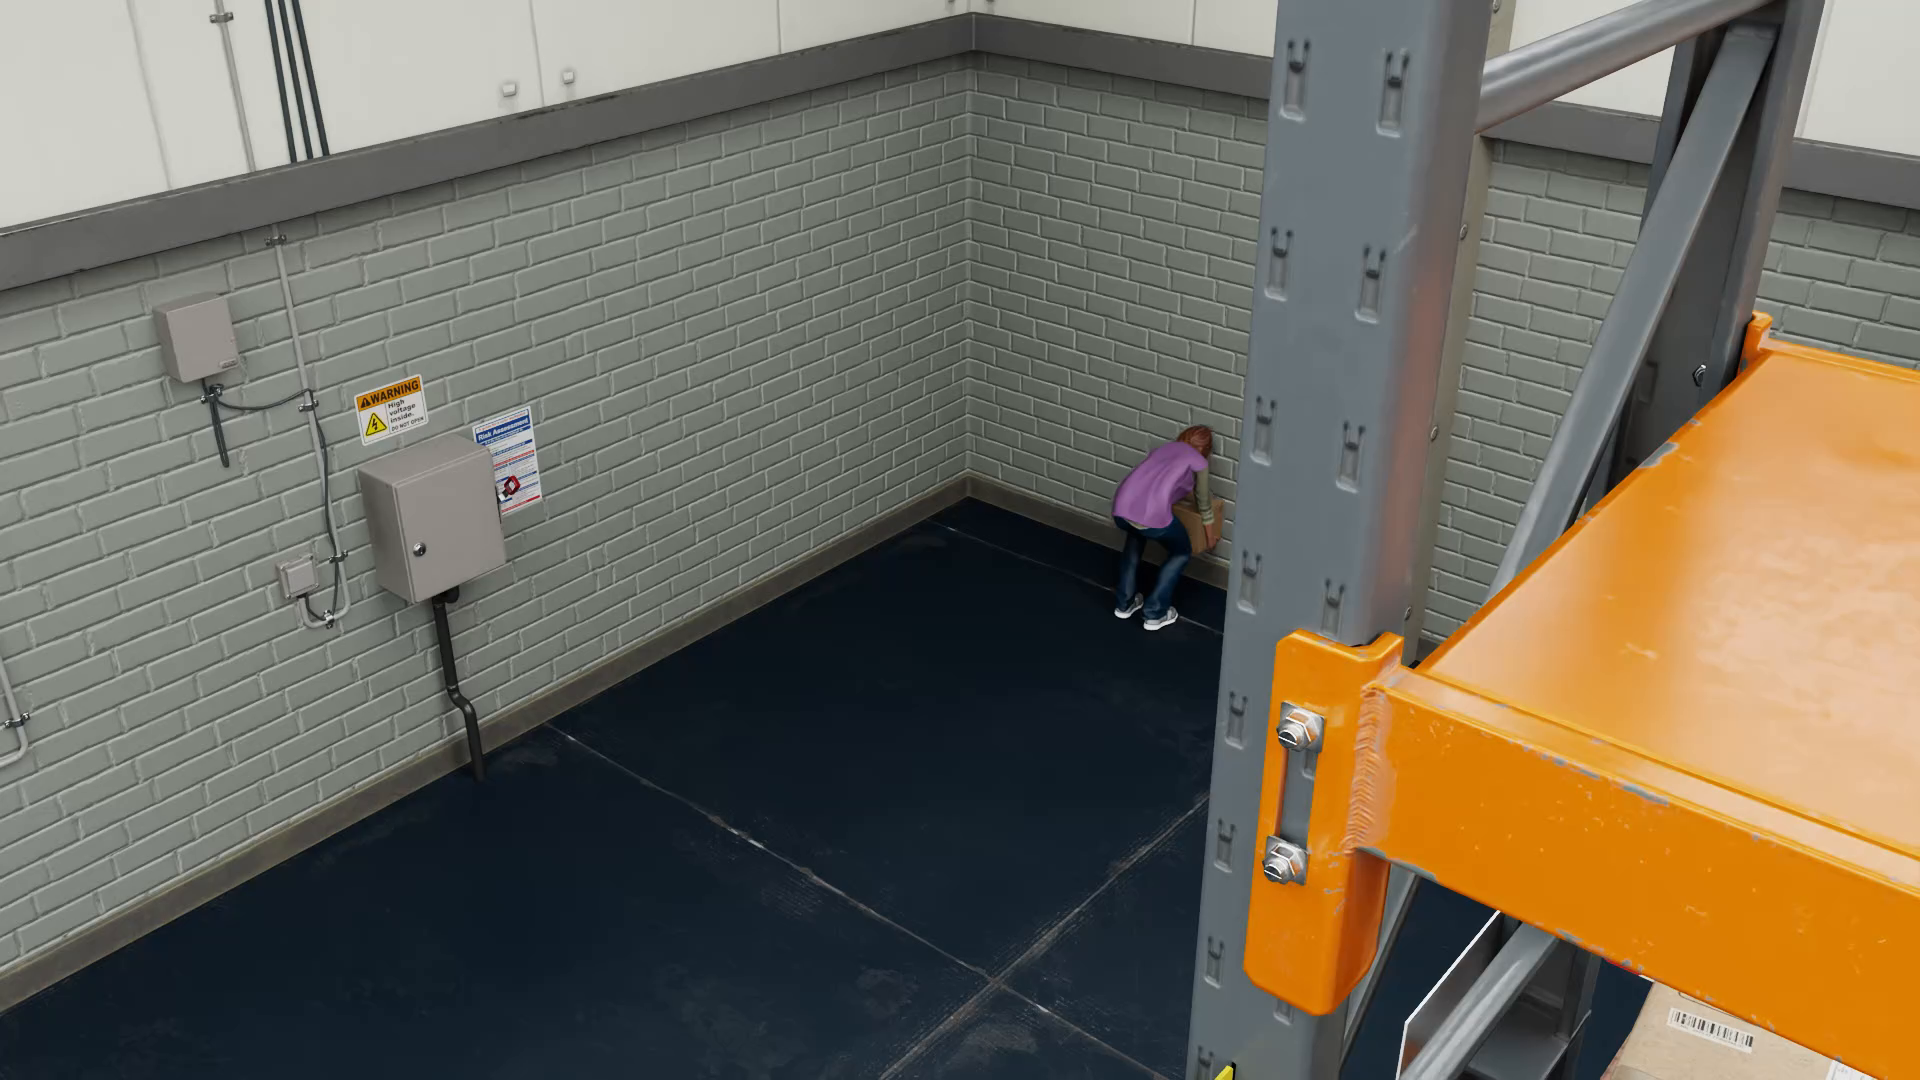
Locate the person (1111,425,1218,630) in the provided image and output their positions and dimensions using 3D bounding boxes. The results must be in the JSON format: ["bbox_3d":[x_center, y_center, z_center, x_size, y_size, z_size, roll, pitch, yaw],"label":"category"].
[{"bbox_3d":[1.157,-0.058,9.389,0.416,0.996,0.857,19,33,32],"label":"person"}]
